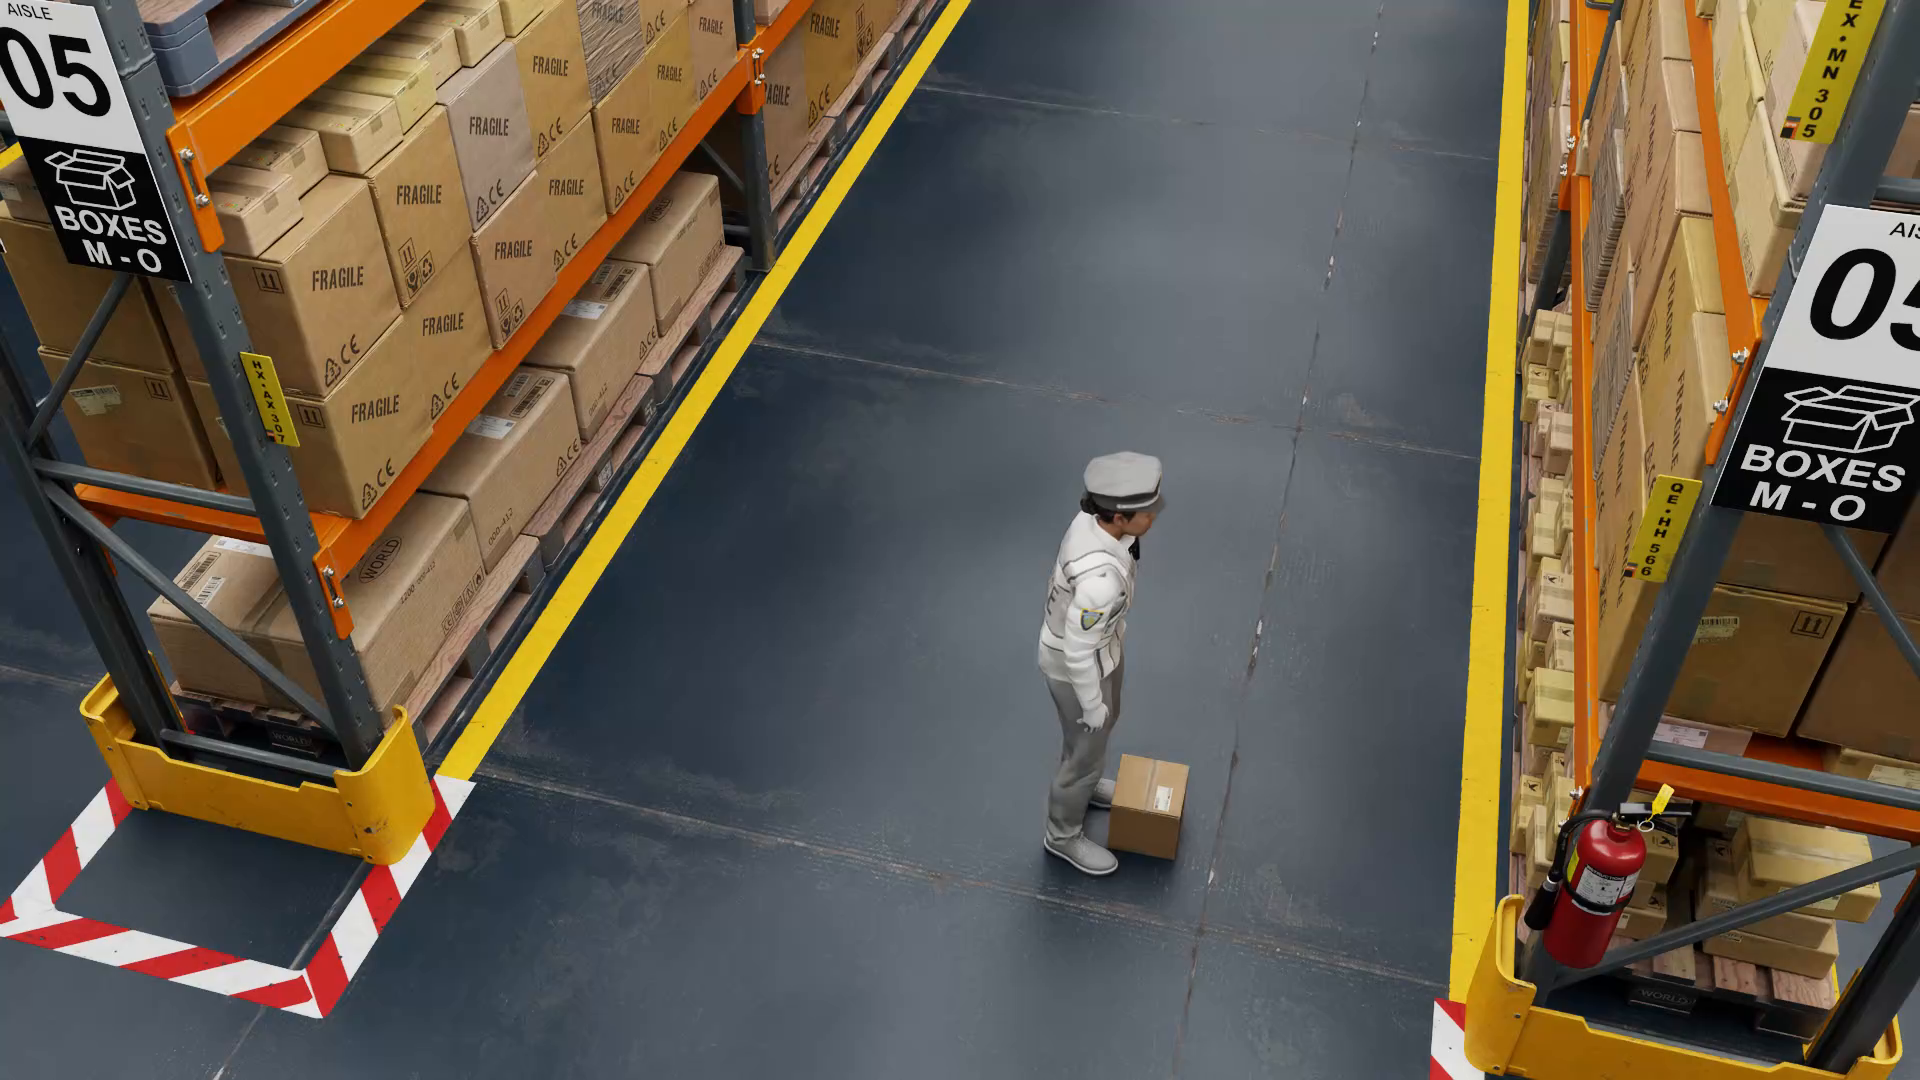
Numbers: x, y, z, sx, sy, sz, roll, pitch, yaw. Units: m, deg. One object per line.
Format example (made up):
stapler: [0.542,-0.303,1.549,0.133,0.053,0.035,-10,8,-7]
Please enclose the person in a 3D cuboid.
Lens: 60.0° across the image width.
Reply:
person: [0.457,0.409,5.690,0.376,1.663,0.544,8,42,9]
